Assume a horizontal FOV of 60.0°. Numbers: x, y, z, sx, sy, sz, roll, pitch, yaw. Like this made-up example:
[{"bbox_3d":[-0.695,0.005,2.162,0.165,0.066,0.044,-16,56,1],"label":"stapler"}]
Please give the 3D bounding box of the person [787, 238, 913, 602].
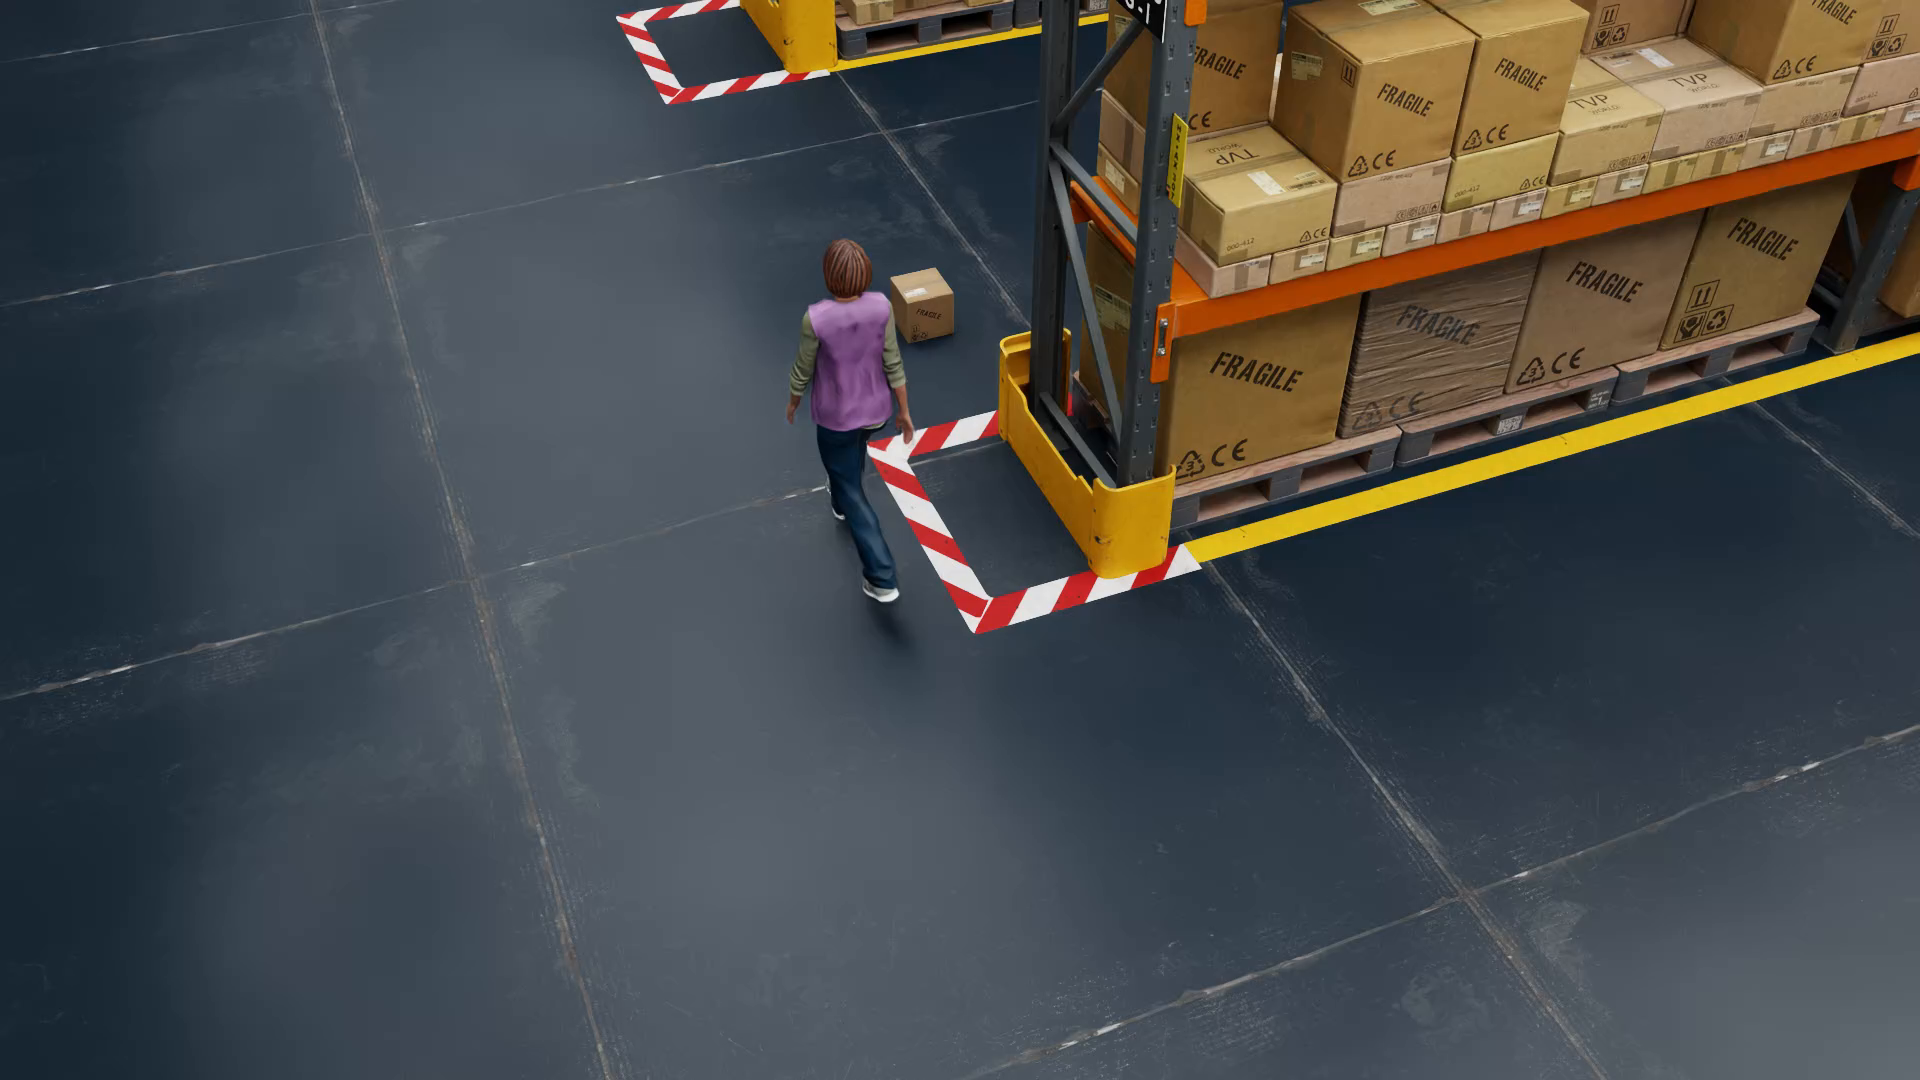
[{"bbox_3d":[-0.442,-0.522,6.741,0.442,1.547,0.955,-18,45,-19],"label":"person"}]
